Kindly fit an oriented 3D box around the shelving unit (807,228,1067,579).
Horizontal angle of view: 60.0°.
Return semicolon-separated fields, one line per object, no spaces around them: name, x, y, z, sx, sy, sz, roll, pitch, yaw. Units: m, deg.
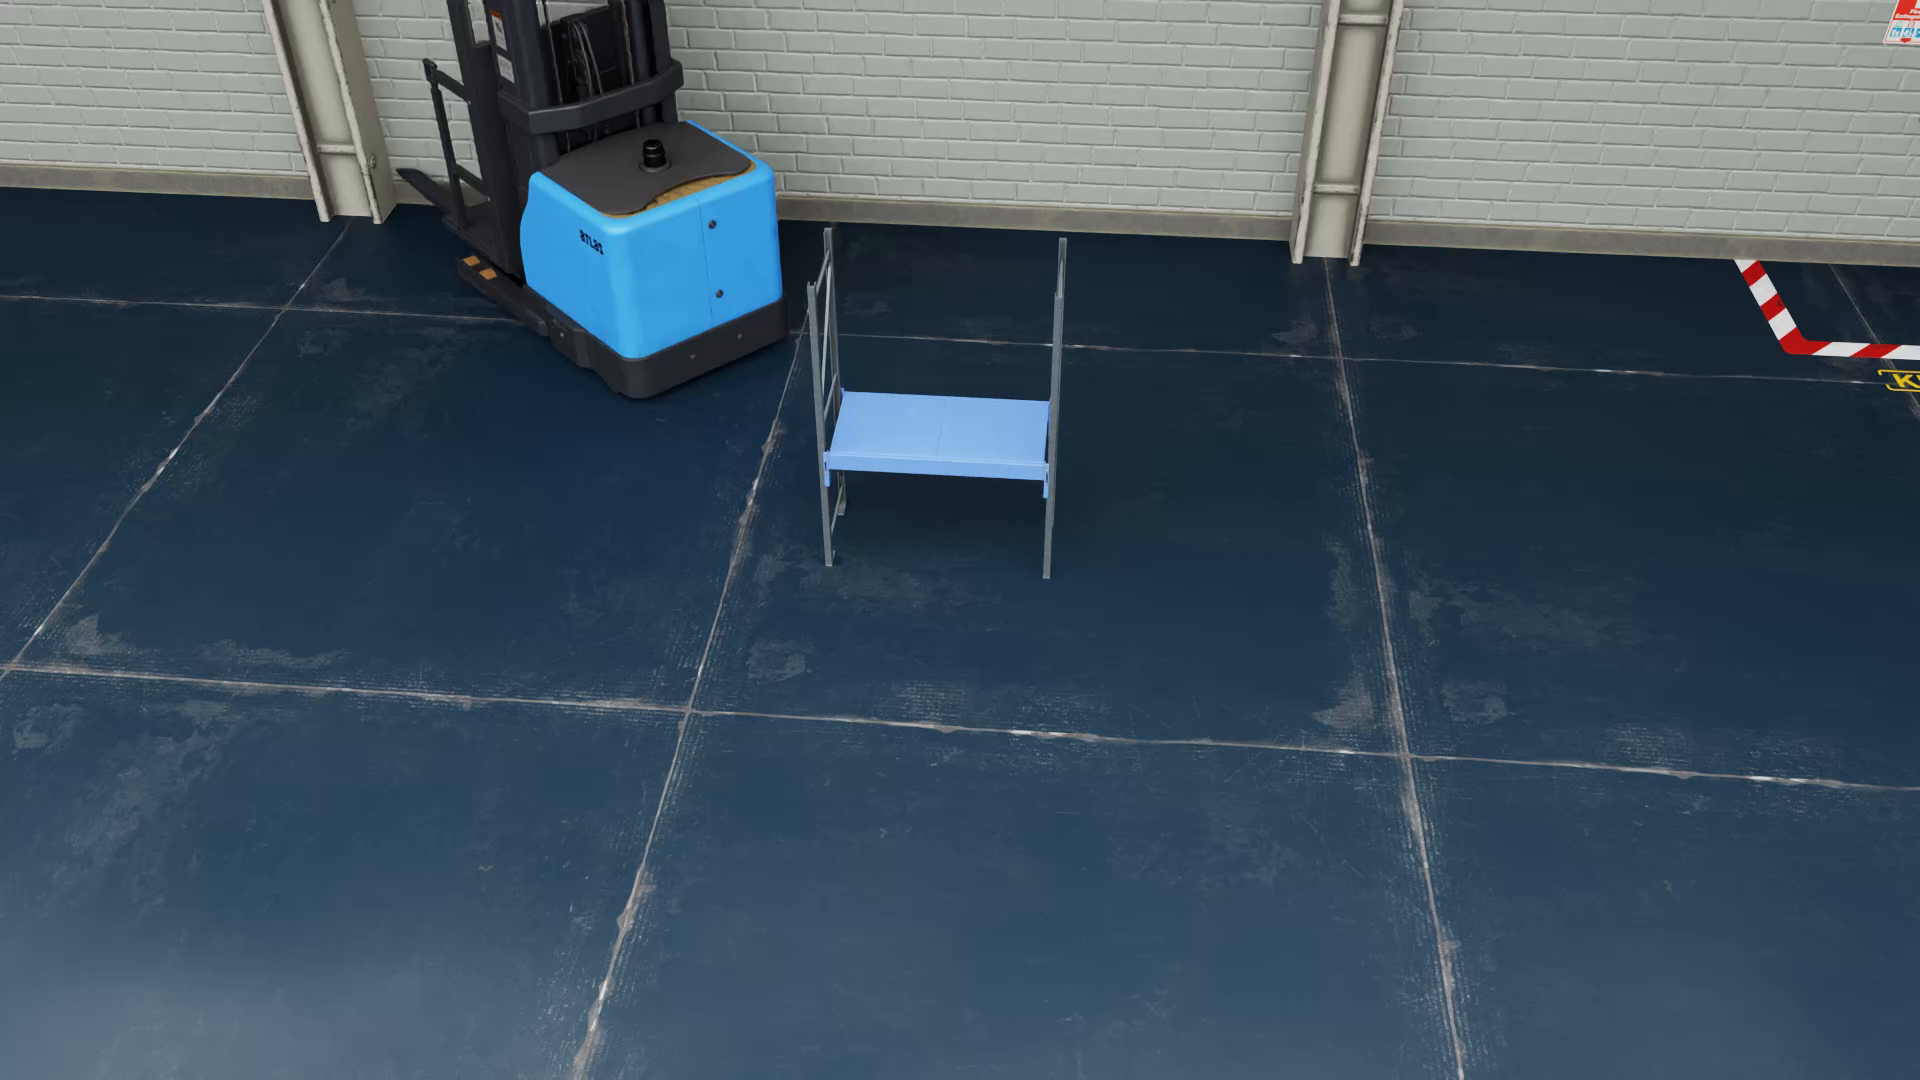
shelving unit;-0.085;-0.586;7.453;1.048;1.500;0.538;3;39;4

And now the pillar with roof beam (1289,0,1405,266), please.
pillar with roof beam;1.830;-2.528;3.897;0.400;9.000;9.100;3;39;4

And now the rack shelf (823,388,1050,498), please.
rack shelf;-0.085;-0.447;7.566;1.000;0.185;0.538;3;39;4

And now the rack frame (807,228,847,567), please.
rack frame;-0.591;-0.614;7.487;0.032;1.500;0.500;3;39;4

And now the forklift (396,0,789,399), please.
forklift;-2.299;-2.730;8.952;1.130;2.935;3.031;-29;47;-31

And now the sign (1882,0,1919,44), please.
sign;5.178;-2.849;9.016;0.234;0.329;0.001;3;39;4

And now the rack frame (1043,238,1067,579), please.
rack frame;0.421;-0.559;7.419;0.032;1.500;0.500;3;39;4

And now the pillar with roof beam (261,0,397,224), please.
pillar with roof beam;-4.148;-2.854;4.299;0.400;9.000;9.100;3;39;4
